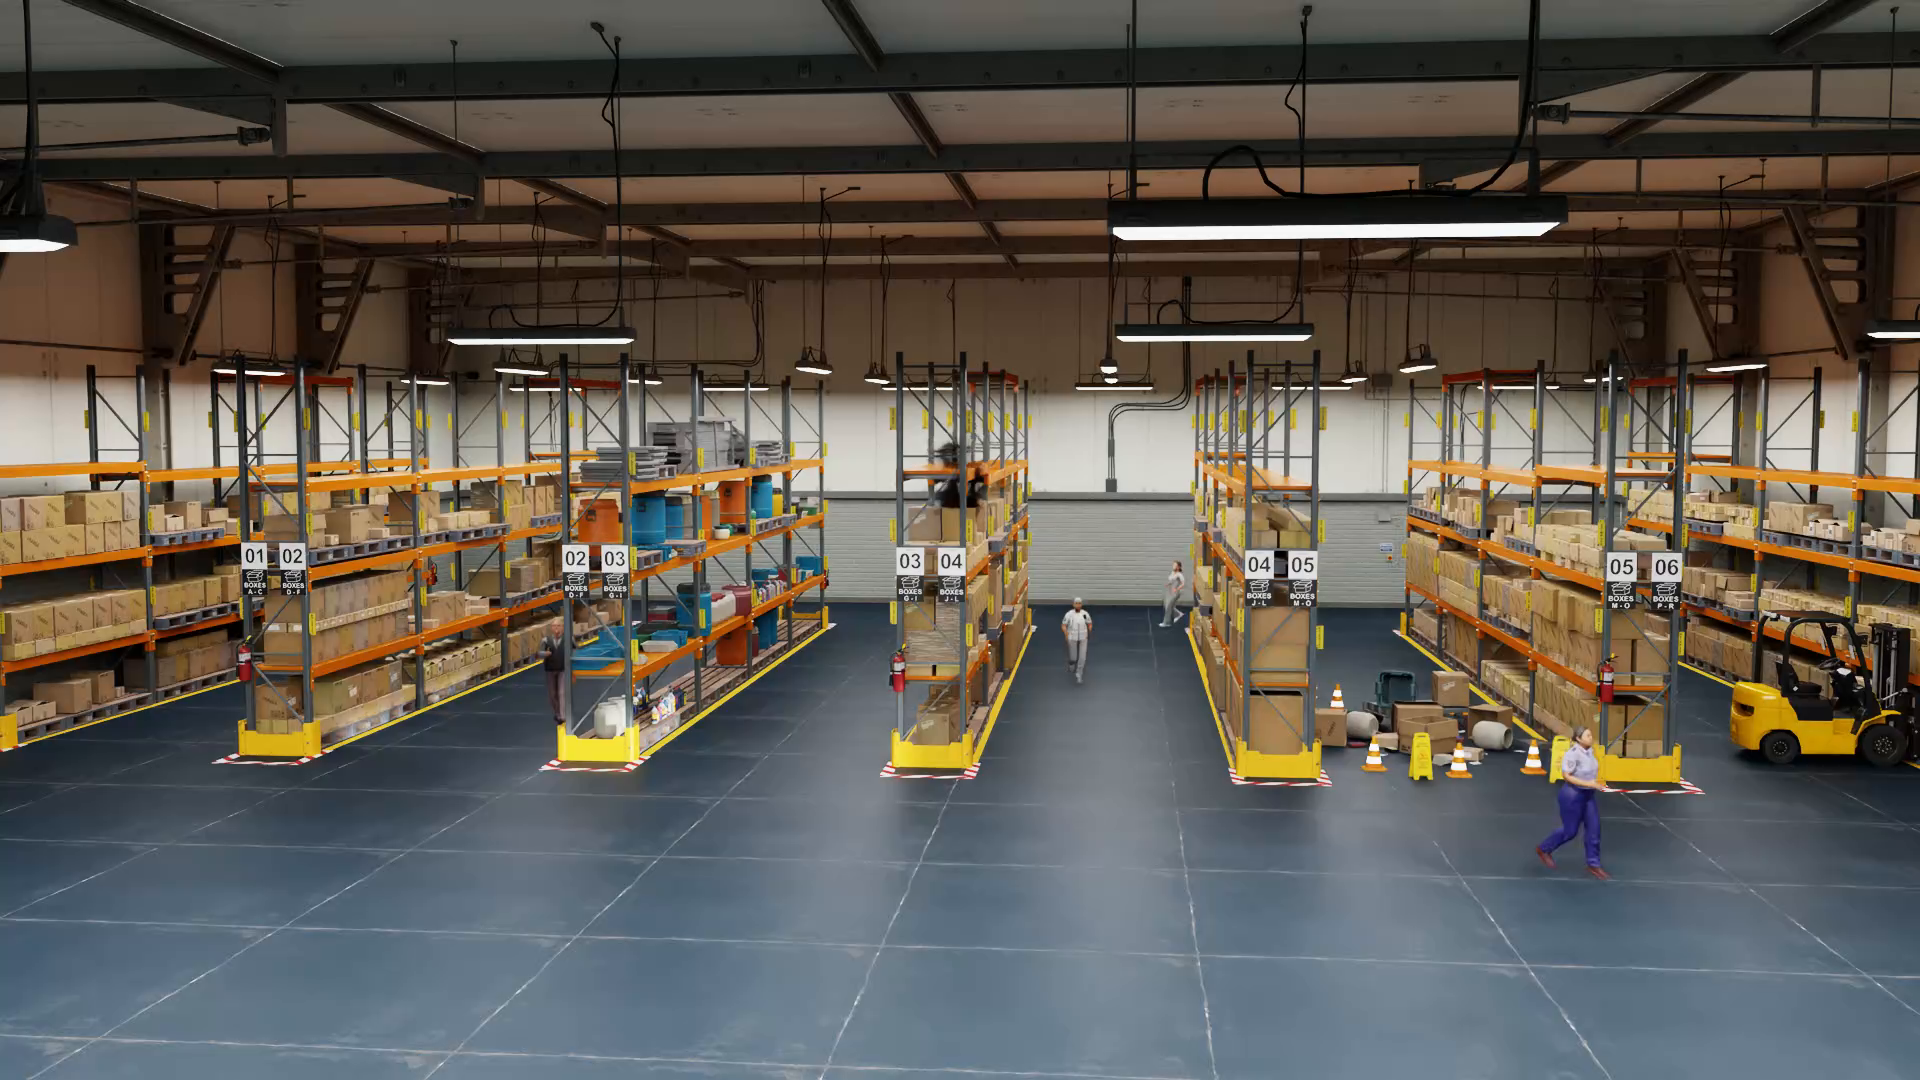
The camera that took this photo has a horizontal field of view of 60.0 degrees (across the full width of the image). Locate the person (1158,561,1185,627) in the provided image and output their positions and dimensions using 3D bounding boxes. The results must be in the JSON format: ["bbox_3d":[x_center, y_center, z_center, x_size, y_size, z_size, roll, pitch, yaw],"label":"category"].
[{"bbox_3d":[5.245,1.318,40.455,0.618,1.634,0.631,-2,4,-22],"label":"person"}]

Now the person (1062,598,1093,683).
[{"bbox_3d":[2.267,1.919,32.120,0.609,1.628,0.584,0,4,-5],"label":"person"}]

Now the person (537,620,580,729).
[{"bbox_3d":[-6.600,2.186,27.285,0.650,1.755,0.826,0,4,-4],"label":"person"}]

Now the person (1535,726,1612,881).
[{"bbox_3d":[6.817,2.878,18.402,0.624,1.678,0.829,-3,5,-40],"label":"person"}]
